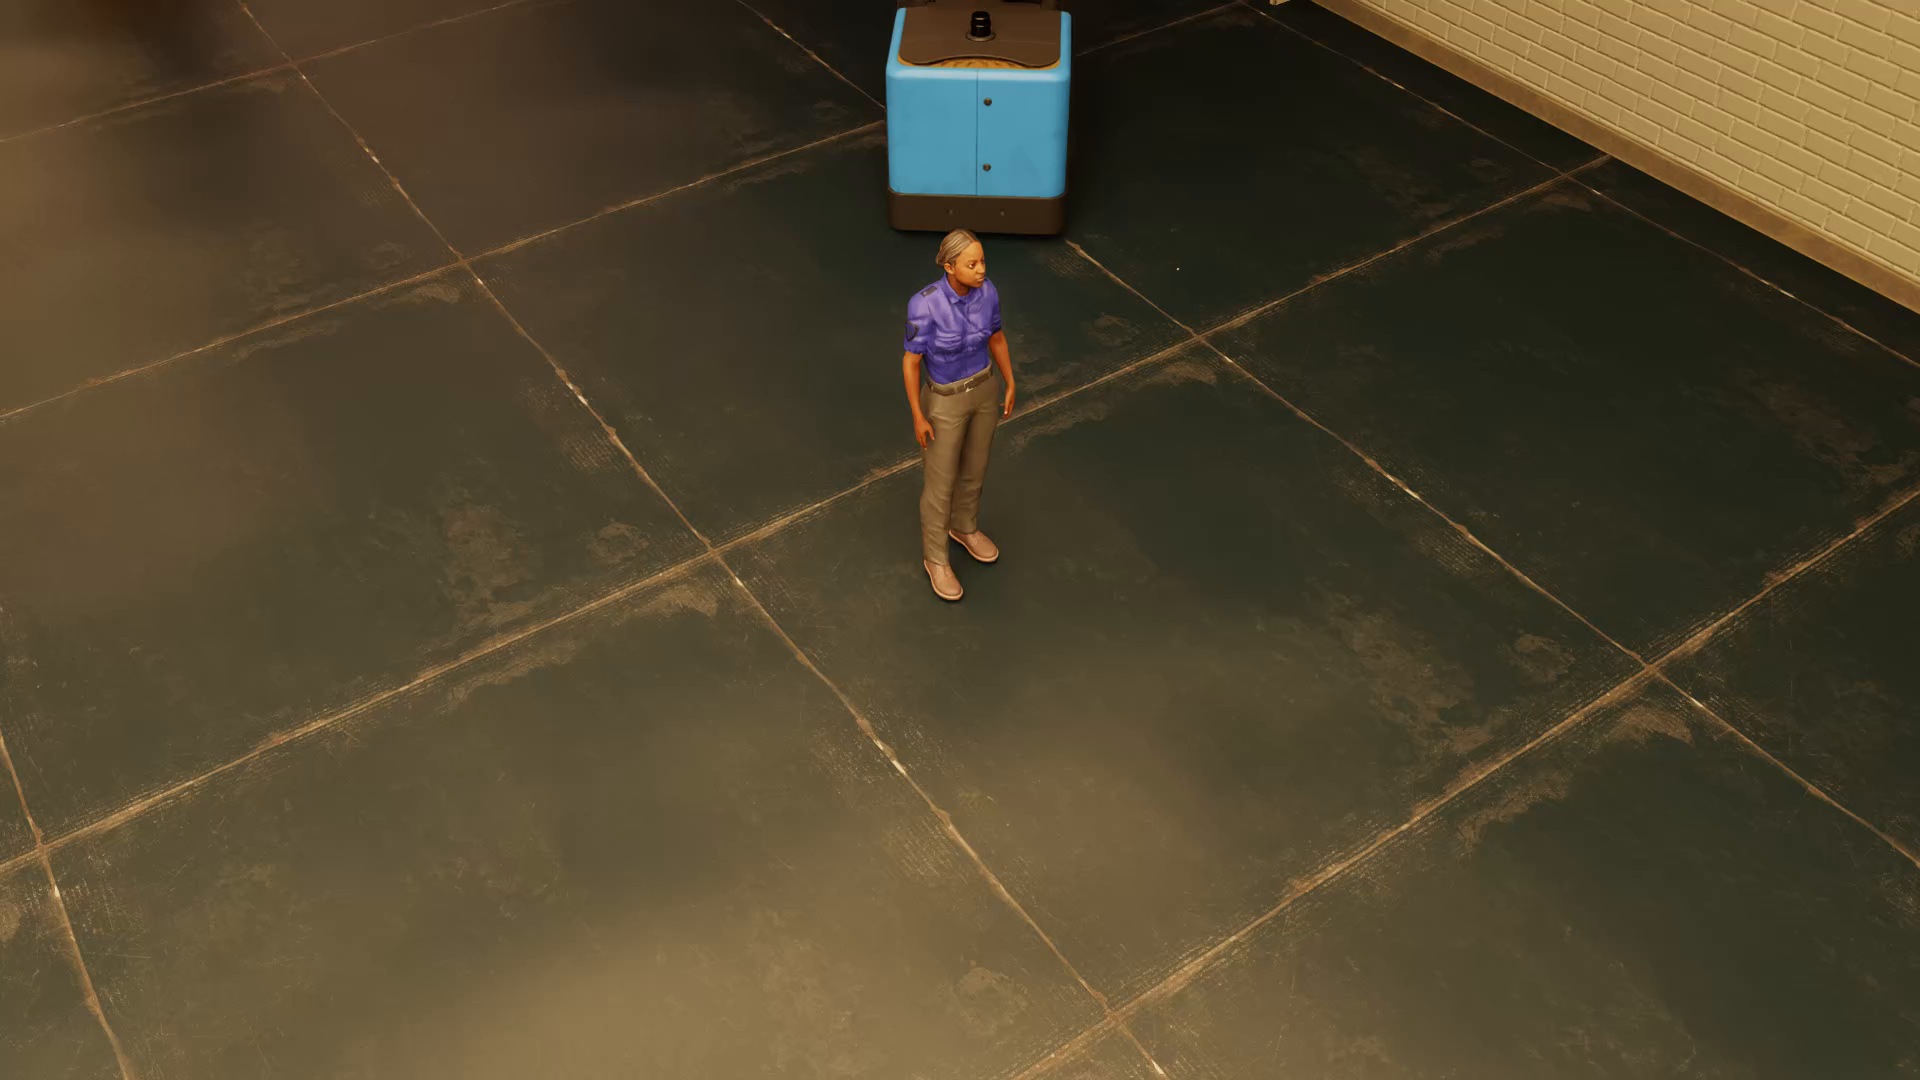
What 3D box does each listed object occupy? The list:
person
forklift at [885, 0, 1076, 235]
[{"bbox_3d":[0.034,-0.557,7.252,0.570,1.654,0.504,-25,48,-25],"label":"person"},{"bbox_3d":[0.176,-3.847,9.890,1.130,2.935,3.031,2,43,2],"label":"forklift"}]
